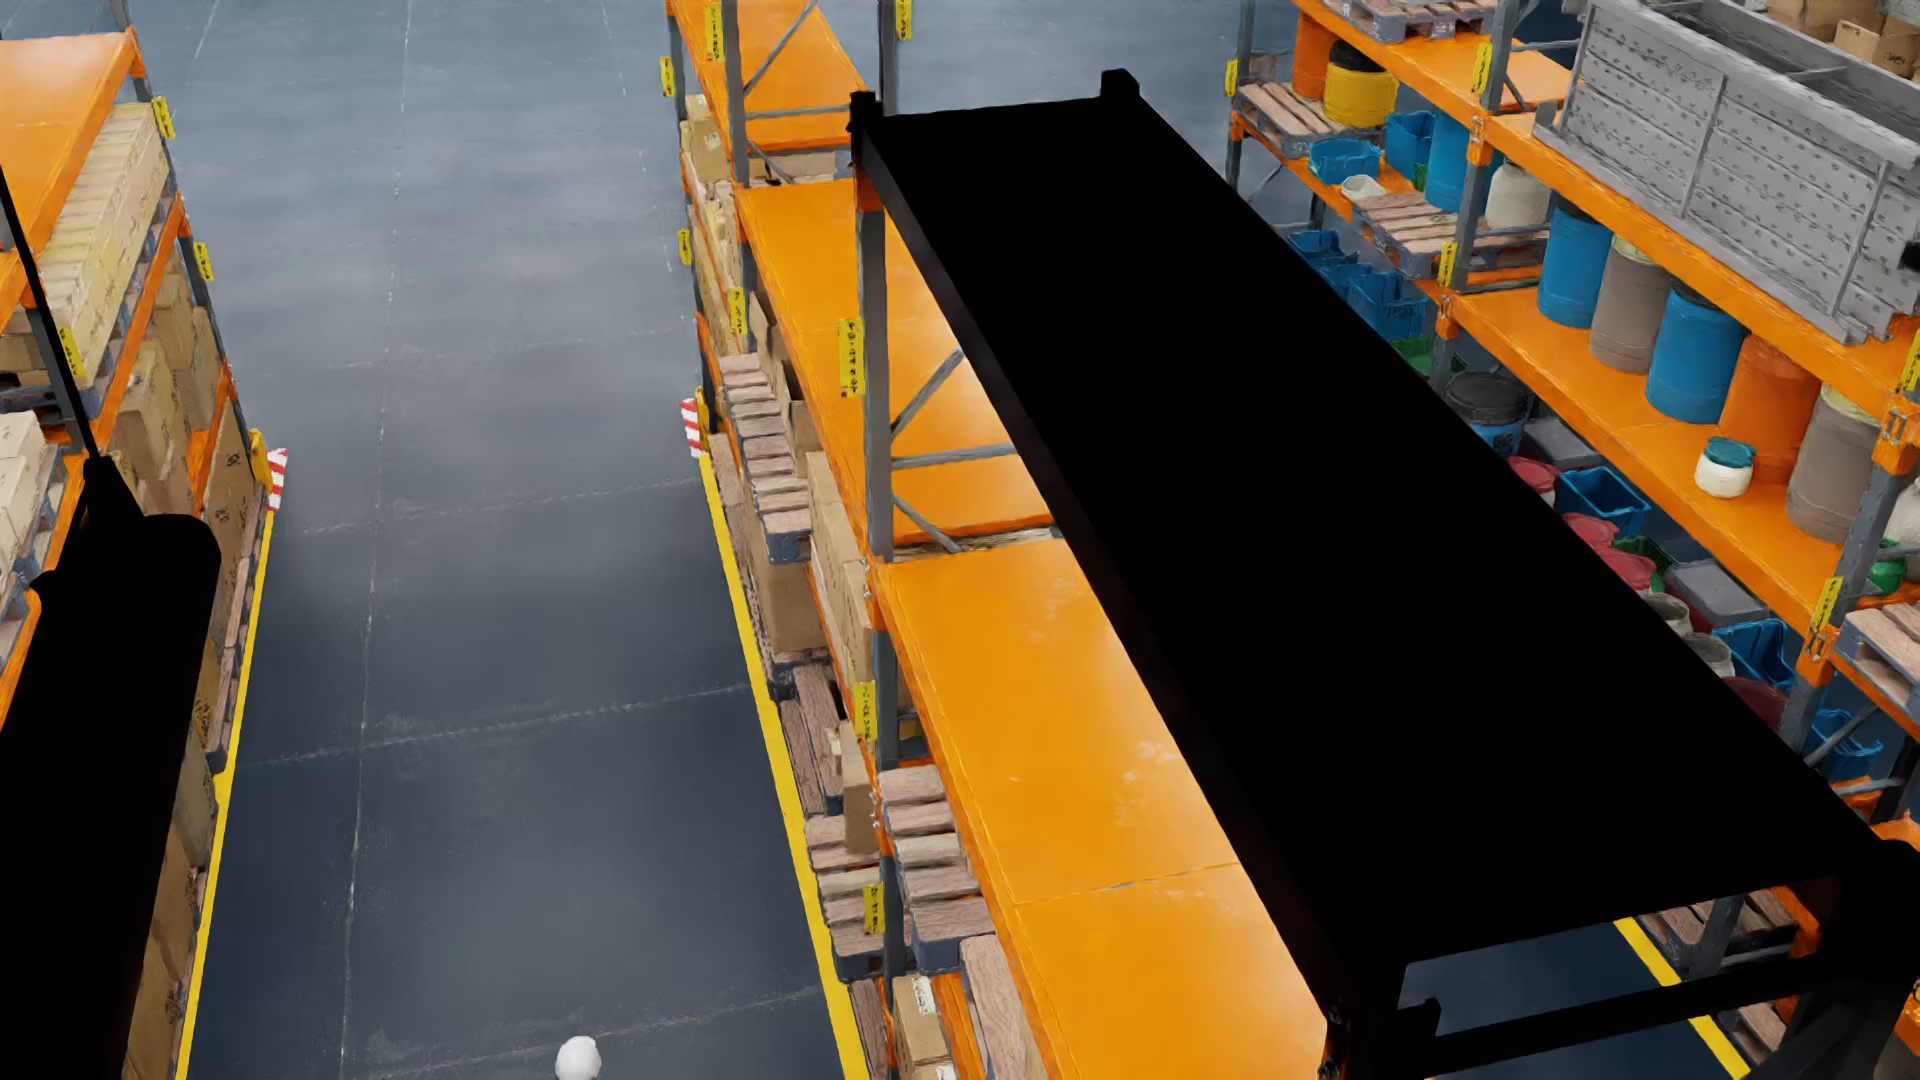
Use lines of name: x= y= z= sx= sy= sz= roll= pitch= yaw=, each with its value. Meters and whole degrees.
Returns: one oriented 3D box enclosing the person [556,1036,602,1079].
person: x=-1.754 y=3.057 z=8.110 sx=0.583 sy=1.682 sz=1.111 roll=-9 pitch=35 yaw=-13
